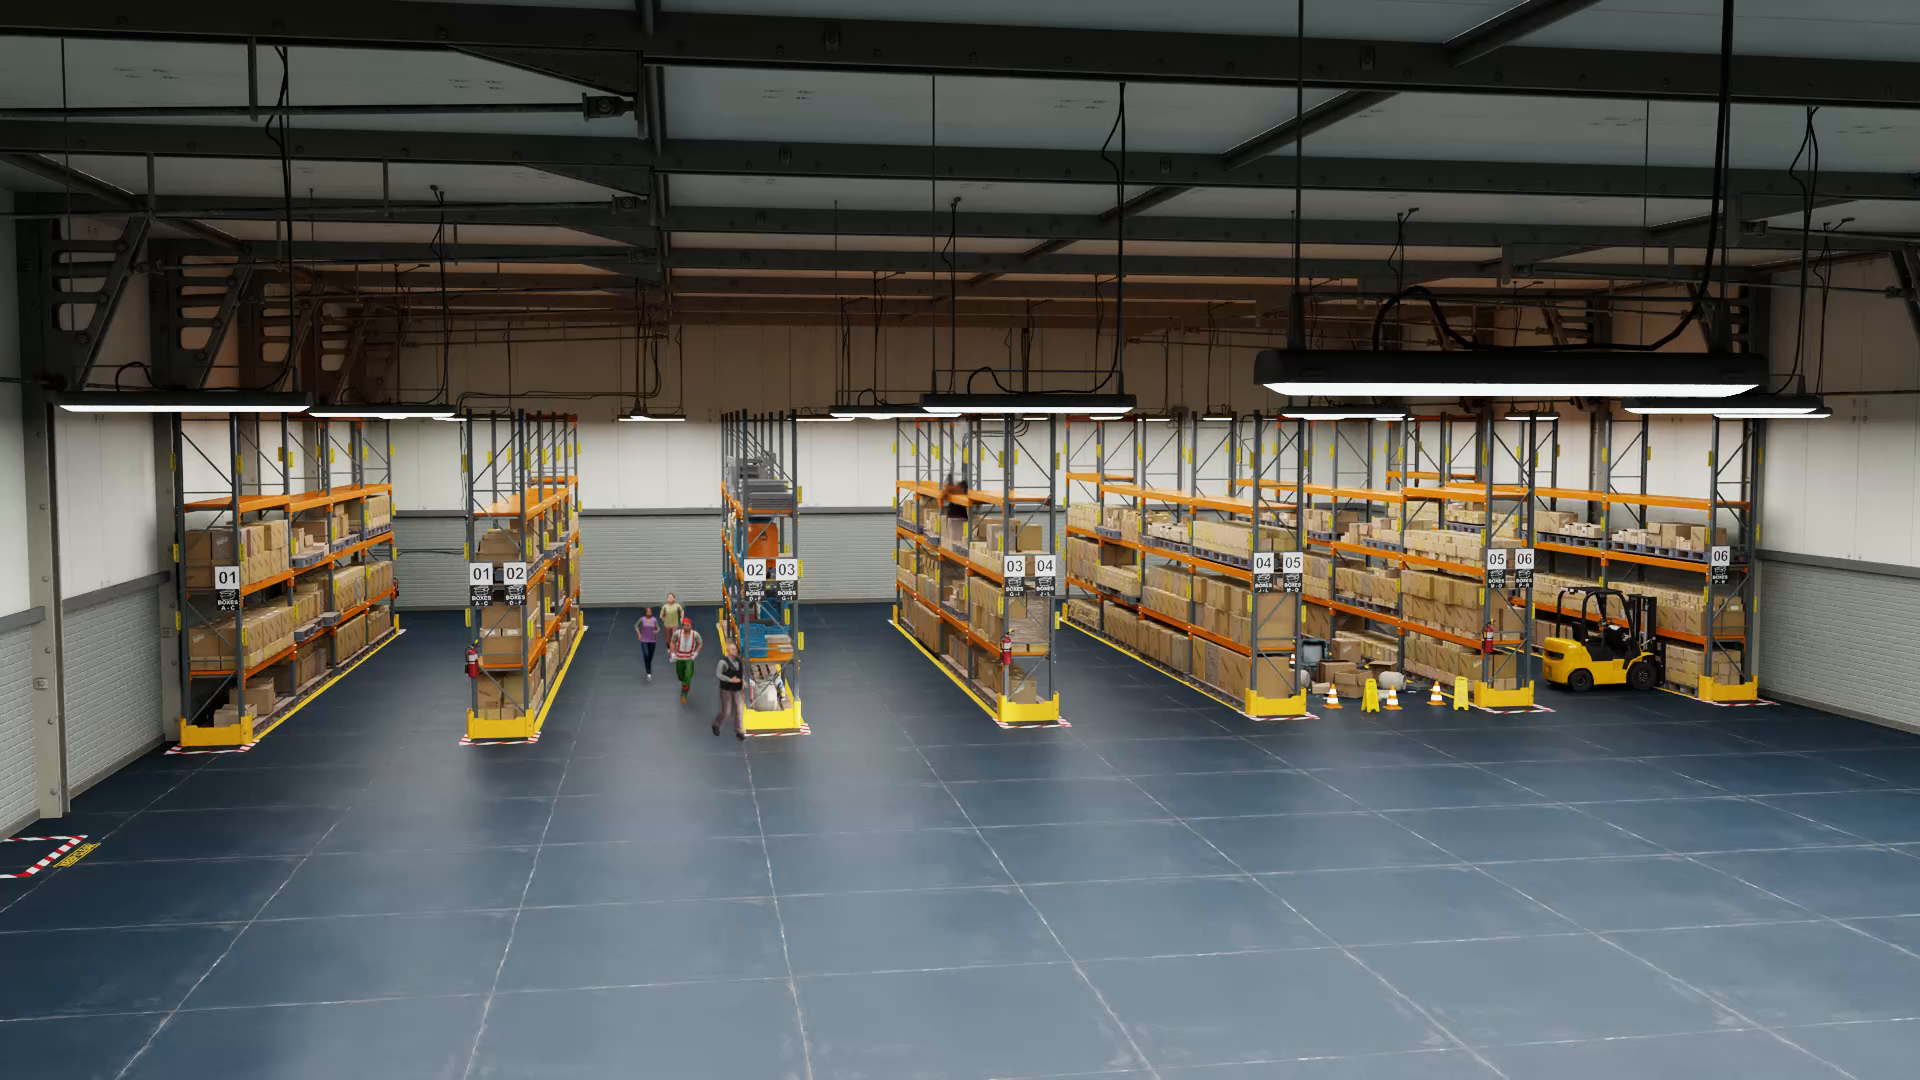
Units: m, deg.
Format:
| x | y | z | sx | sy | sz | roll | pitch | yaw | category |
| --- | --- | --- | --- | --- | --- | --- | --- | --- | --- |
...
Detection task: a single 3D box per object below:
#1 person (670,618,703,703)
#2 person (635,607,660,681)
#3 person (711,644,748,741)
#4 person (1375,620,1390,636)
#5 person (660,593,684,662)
| x | y | z | sx | sy | sz | roll | pitch | yaw | category |
| --- | --- | --- | --- | --- | --- | --- | --- | --- | --- |
| -5.665 | 2.472 | 34.472 | 0.677 | 1.756 | 0.816 | 0 | 4 | -2 | person |
| -7.008 | 2.305 | 37.385 | 0.539 | 1.613 | 0.871 | -2 | 4 | -22 | person |
| -4.165 | 2.749 | 30.202 | 0.861 | 1.738 | 0.678 | 4 | 5 | 43 | person |
| 11.170 | 1.841 | 43.607 | 0.655 | 1.675 | 0.622 | -1 | 4 | -16 | person |
| -6.973 | 2.103 | 40.267 | 0.593 | 1.640 | 0.875 | -1 | 4 | -9 | person |
